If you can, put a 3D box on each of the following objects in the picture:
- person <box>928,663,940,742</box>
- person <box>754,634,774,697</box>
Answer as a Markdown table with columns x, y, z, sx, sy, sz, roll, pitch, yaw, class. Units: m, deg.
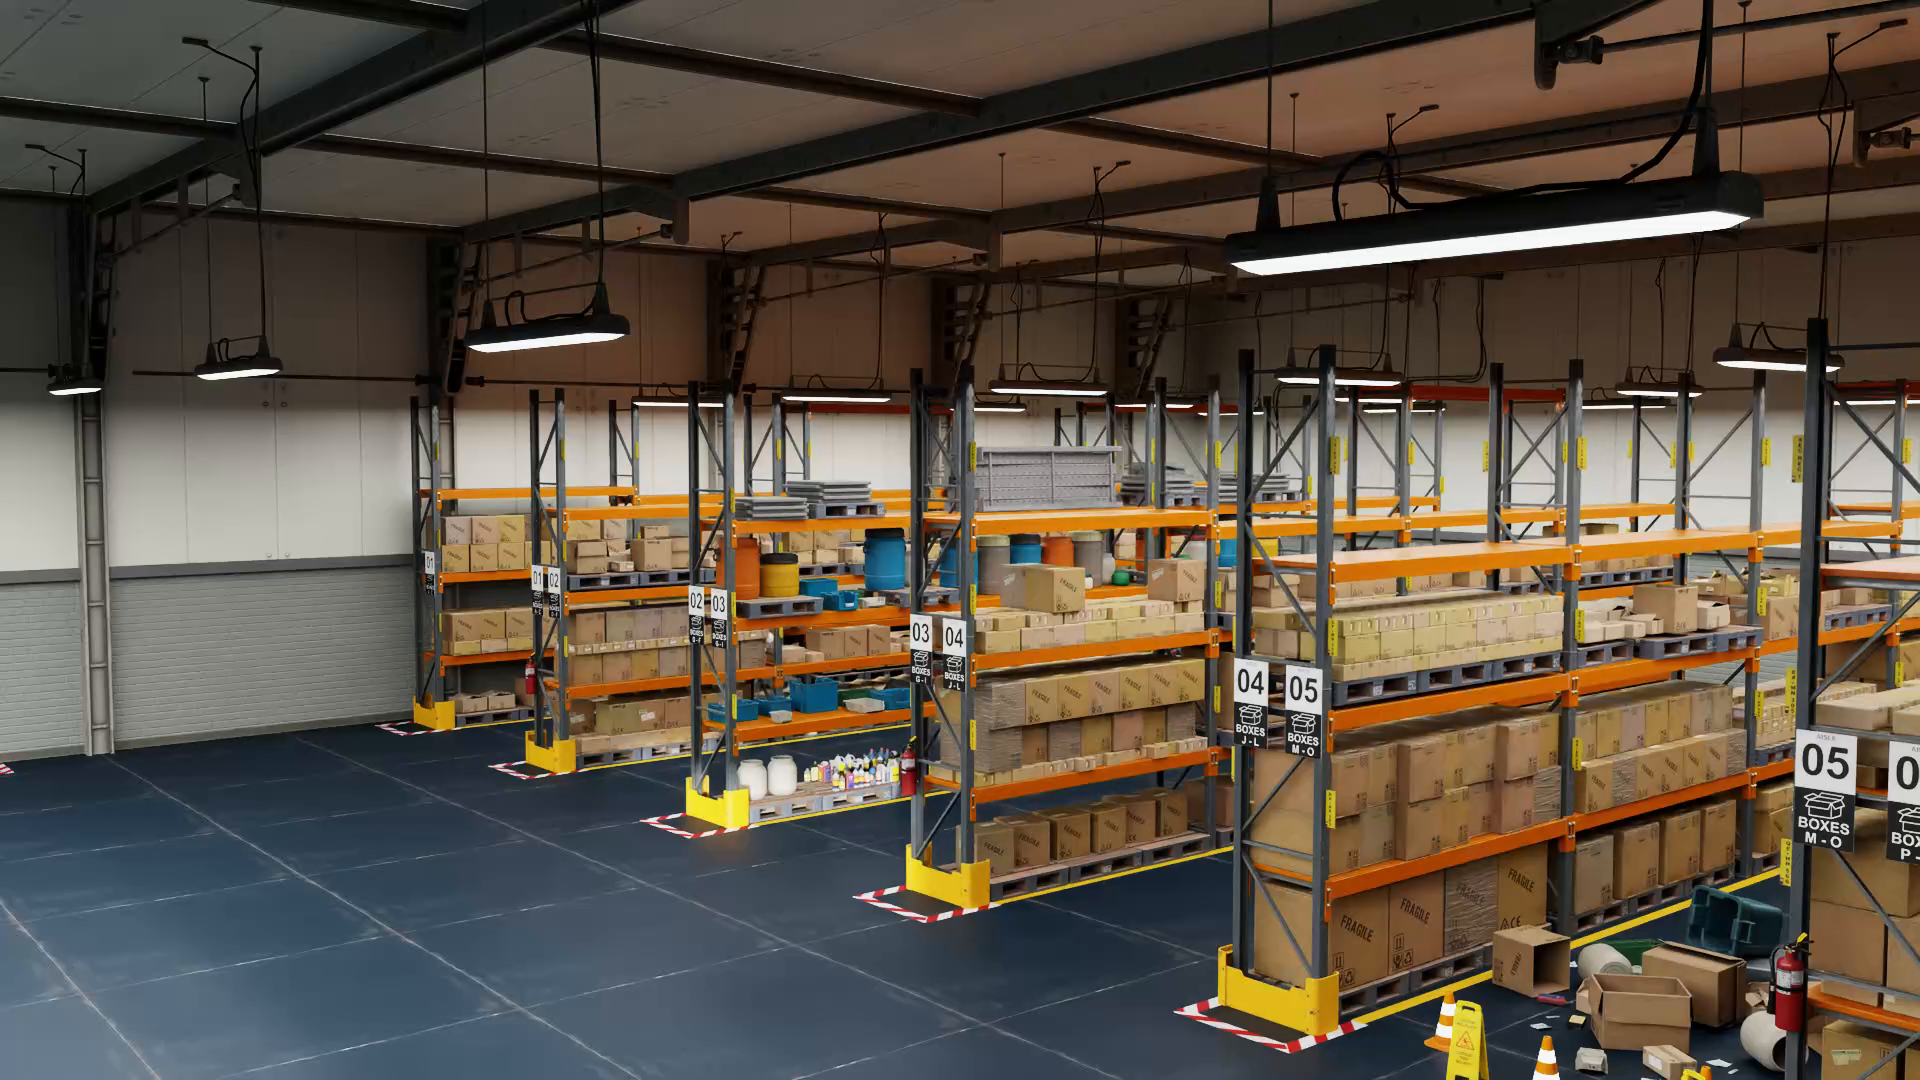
| x | y | z | sx | sy | sz | roll | pitch | yaw | class |
| --- | --- | --- | --- | --- | --- | --- | --- | --- | --- |
| -0.446 | 2.762 | 26.899 | 0.736 | 1.642 | 0.651 | 0 | 3 | 1 | person |
| -3.892 | 2.413 | 32.749 | 0.703 | 1.712 | 0.822 | 0 | 3 | 0 | person |
